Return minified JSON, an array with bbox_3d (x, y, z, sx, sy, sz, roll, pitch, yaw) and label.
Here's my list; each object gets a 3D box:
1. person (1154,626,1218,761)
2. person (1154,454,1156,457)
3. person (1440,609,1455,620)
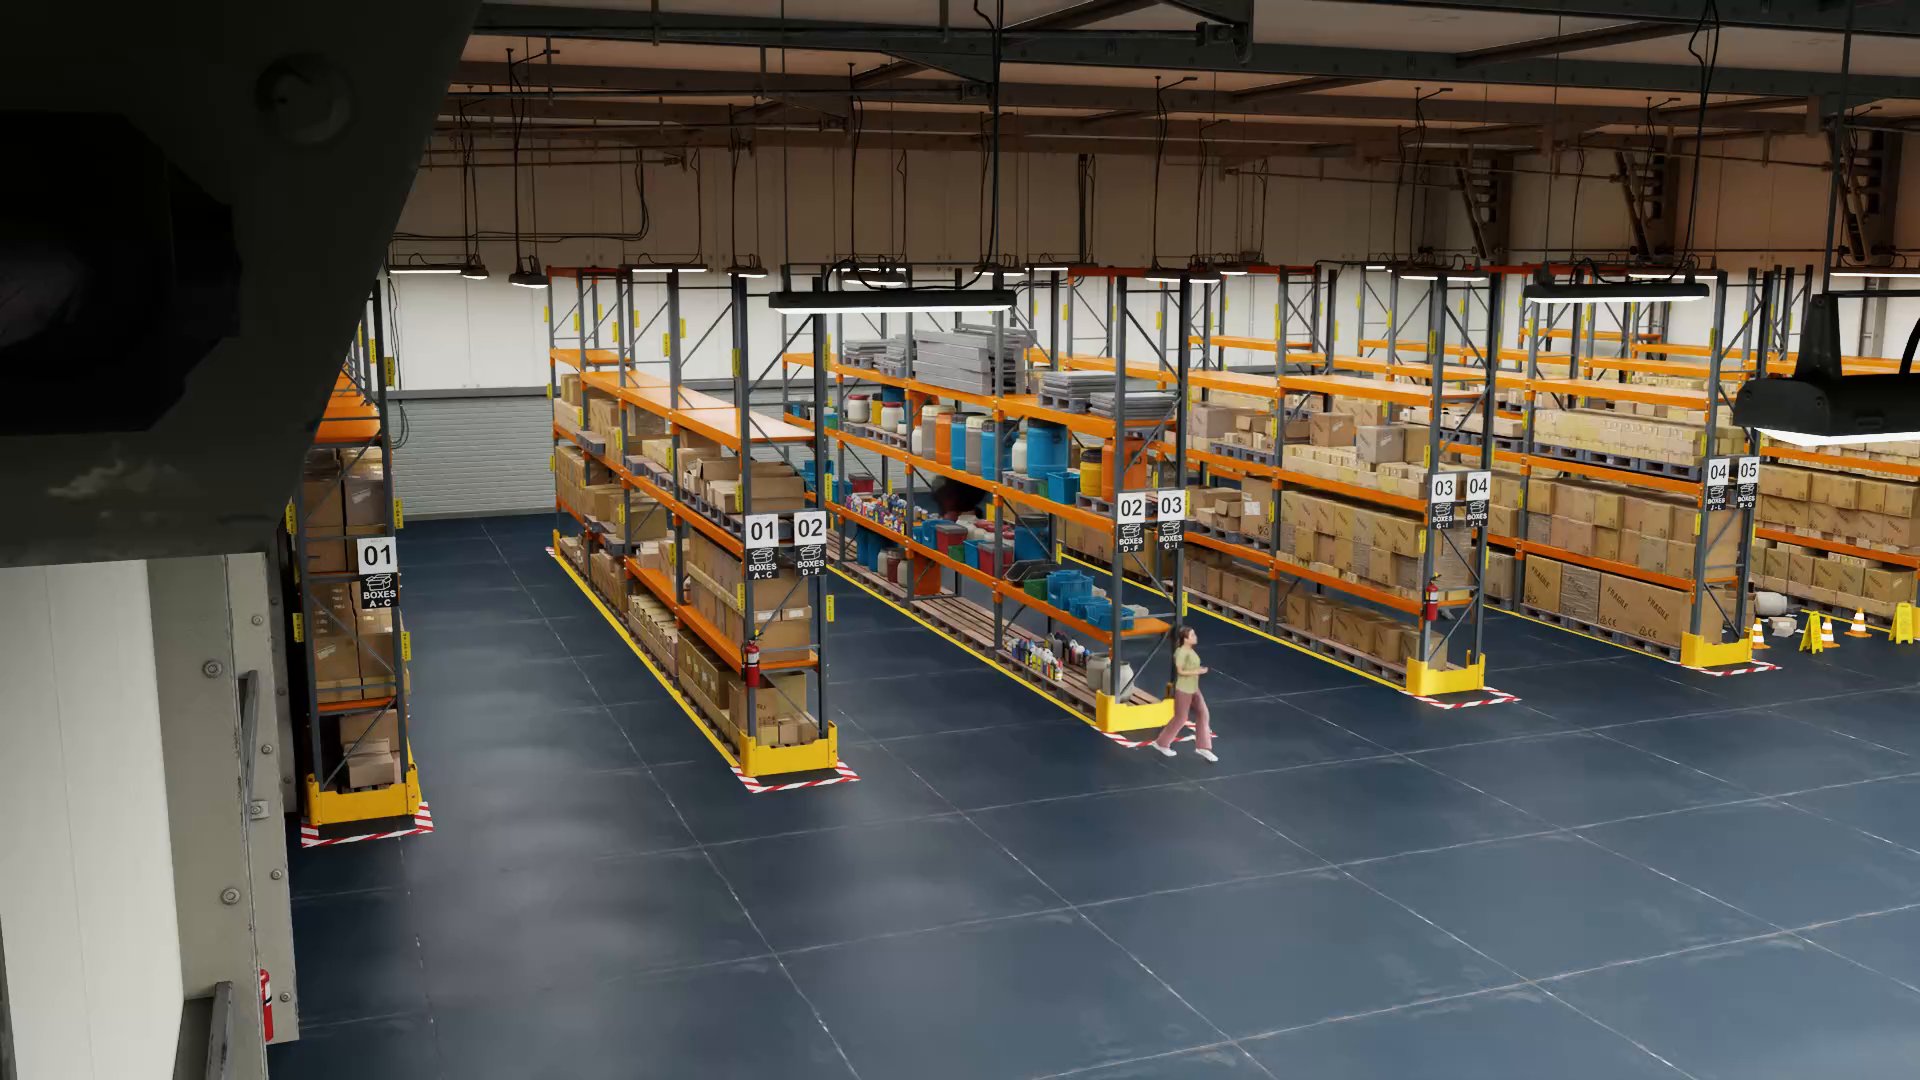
[{"bbox_3d":[2.831,1.918,20.751,0.793,1.710,0.580,4,11,22],"label":"person"},{"bbox_3d":[4.868,-1.540,40.841,0.646,1.609,0.652,-8,13,-39],"label":"person"},{"bbox_3d":[8.319,0.465,28.954,0.549,1.697,0.933,-5,11,-26],"label":"person"}]
